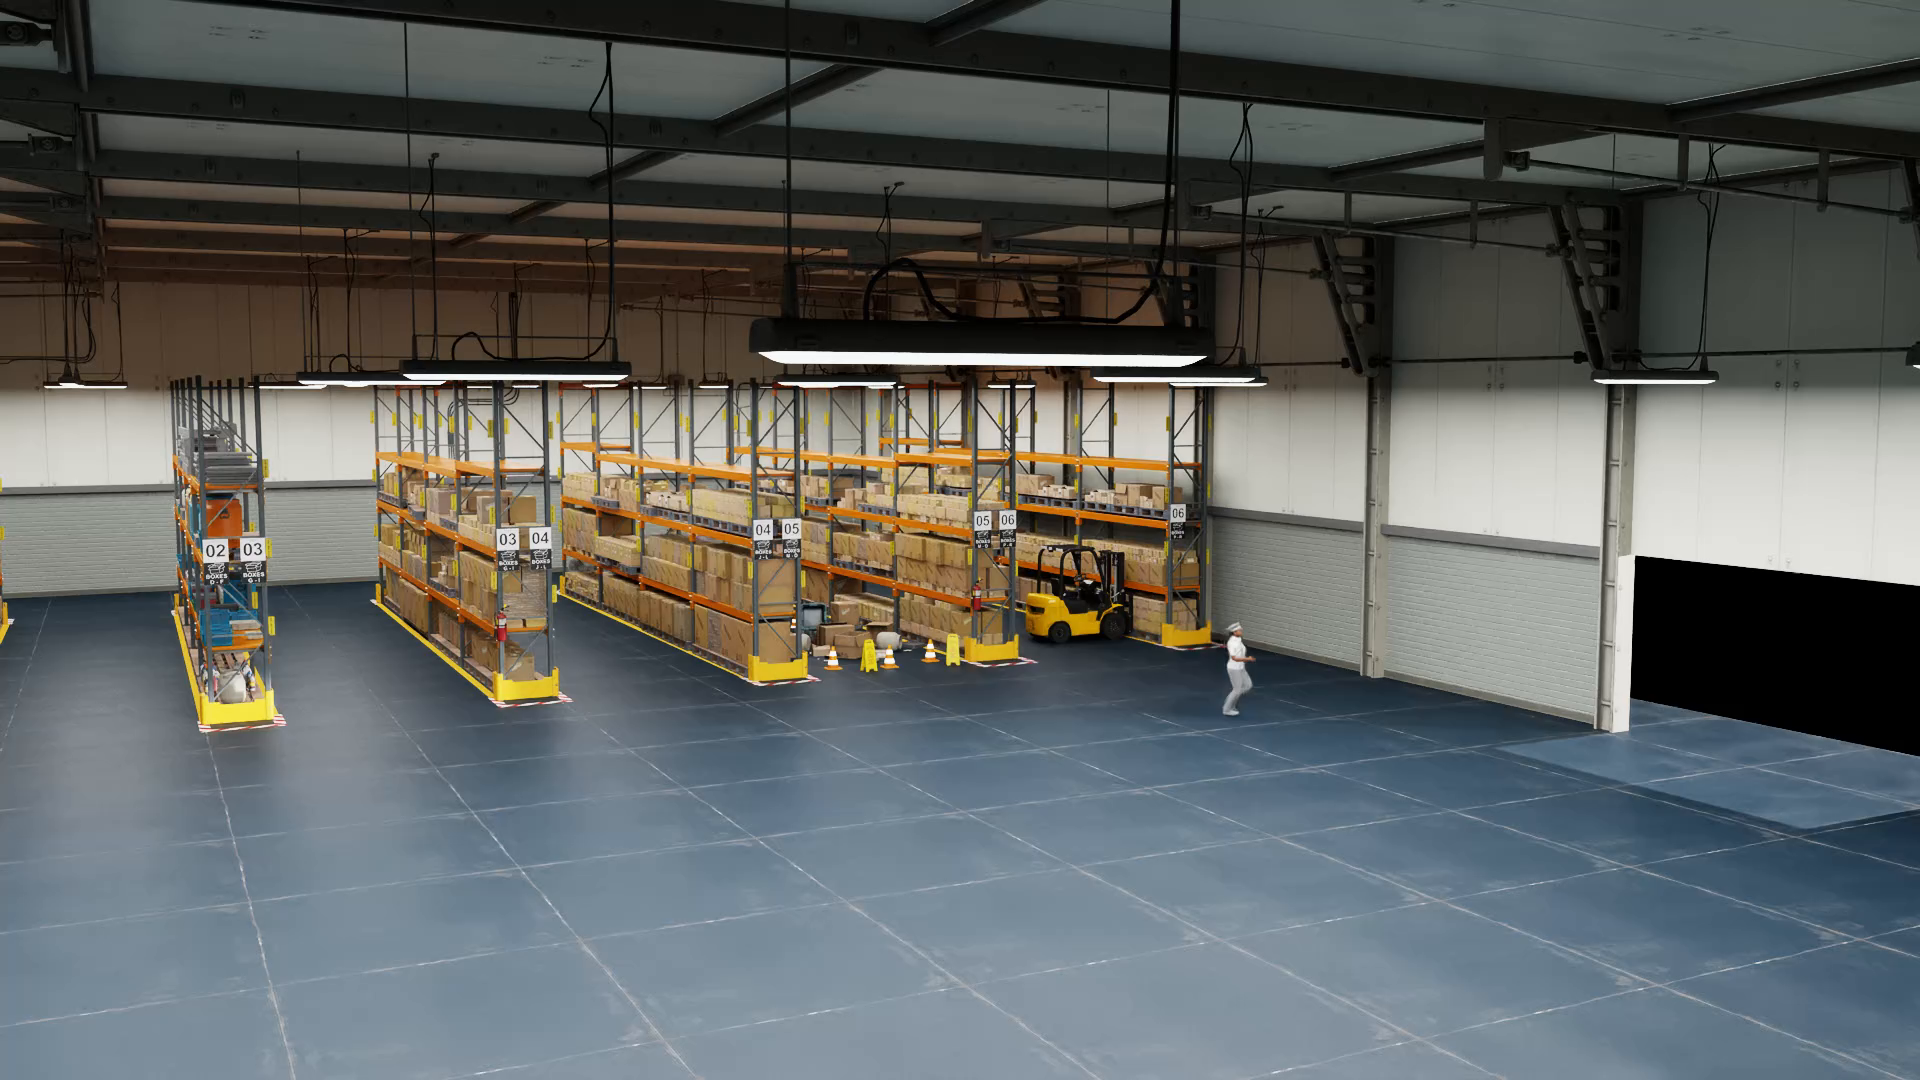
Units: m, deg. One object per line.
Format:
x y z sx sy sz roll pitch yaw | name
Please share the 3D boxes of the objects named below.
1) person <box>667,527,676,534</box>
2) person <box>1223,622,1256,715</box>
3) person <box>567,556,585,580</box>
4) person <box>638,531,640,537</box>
-8.556 0.388 50.183 0.834 1.790 0.692 -1 5 -16 | person
4.947 2.273 29.381 0.580 1.668 0.562 2 5 17 | person
-11.288 0.519 48.733 0.777 1.746 0.765 -1 5 -6 | person
-9.380 0.577 48.185 0.747 1.811 0.607 -4 6 -37 | person
